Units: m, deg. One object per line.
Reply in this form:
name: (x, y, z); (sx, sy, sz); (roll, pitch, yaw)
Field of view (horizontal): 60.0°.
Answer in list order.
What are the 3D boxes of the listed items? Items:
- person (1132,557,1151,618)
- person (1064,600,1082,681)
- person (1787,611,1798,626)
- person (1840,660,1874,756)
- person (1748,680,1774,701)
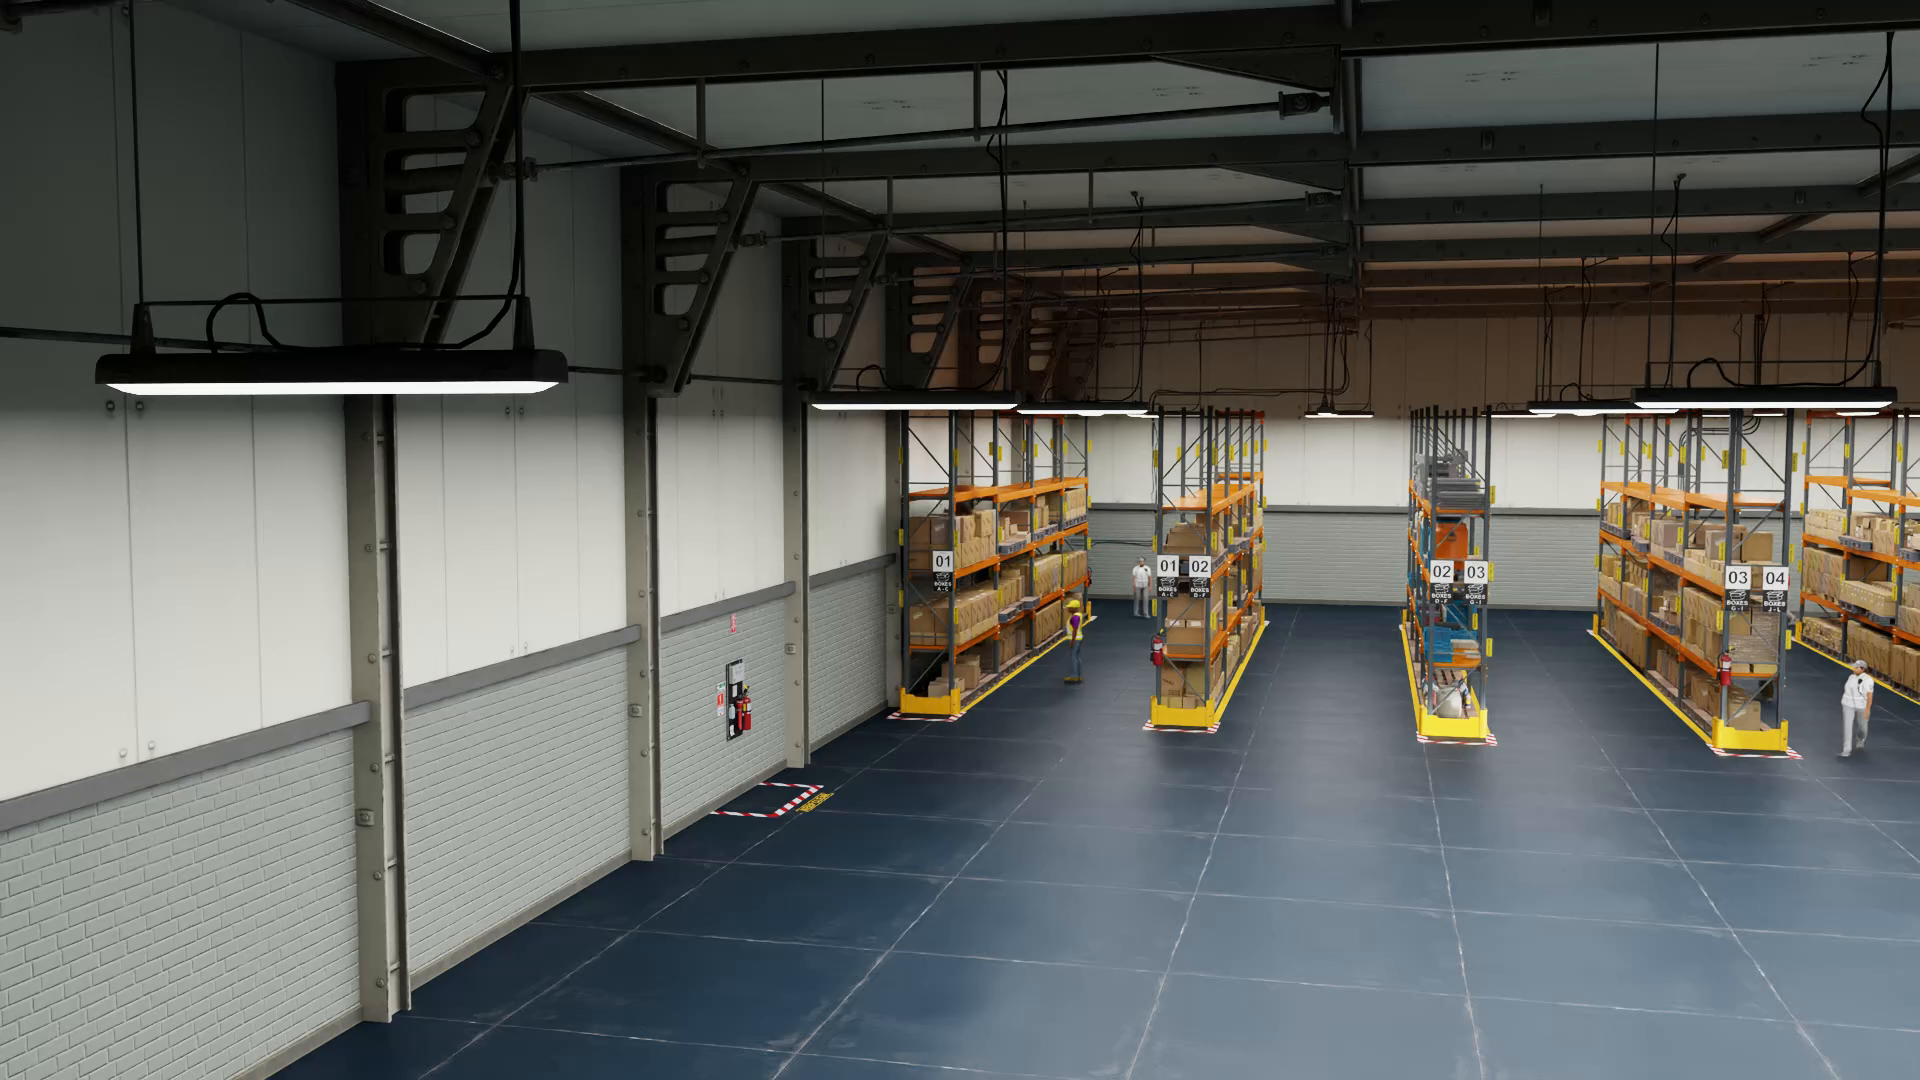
person: (5.322, 1.377, 48.526); (0.548, 1.792, 0.536); (-1, 4, -14)
person: (2.489, 2.210, 36.577); (0.377, 1.773, 0.658); (1, 4, 10)
person: (22.751, 1.554, 46.197); (0.951, 1.684, 0.601); (1, 4, 12)
person: (15.371, 2.855, 28.506); (0.475, 1.617, 0.933); (2, 5, 26)
person: (16.475, 2.391, 34.040); (0.544, 1.784, 0.596); (2, 4, 22)
